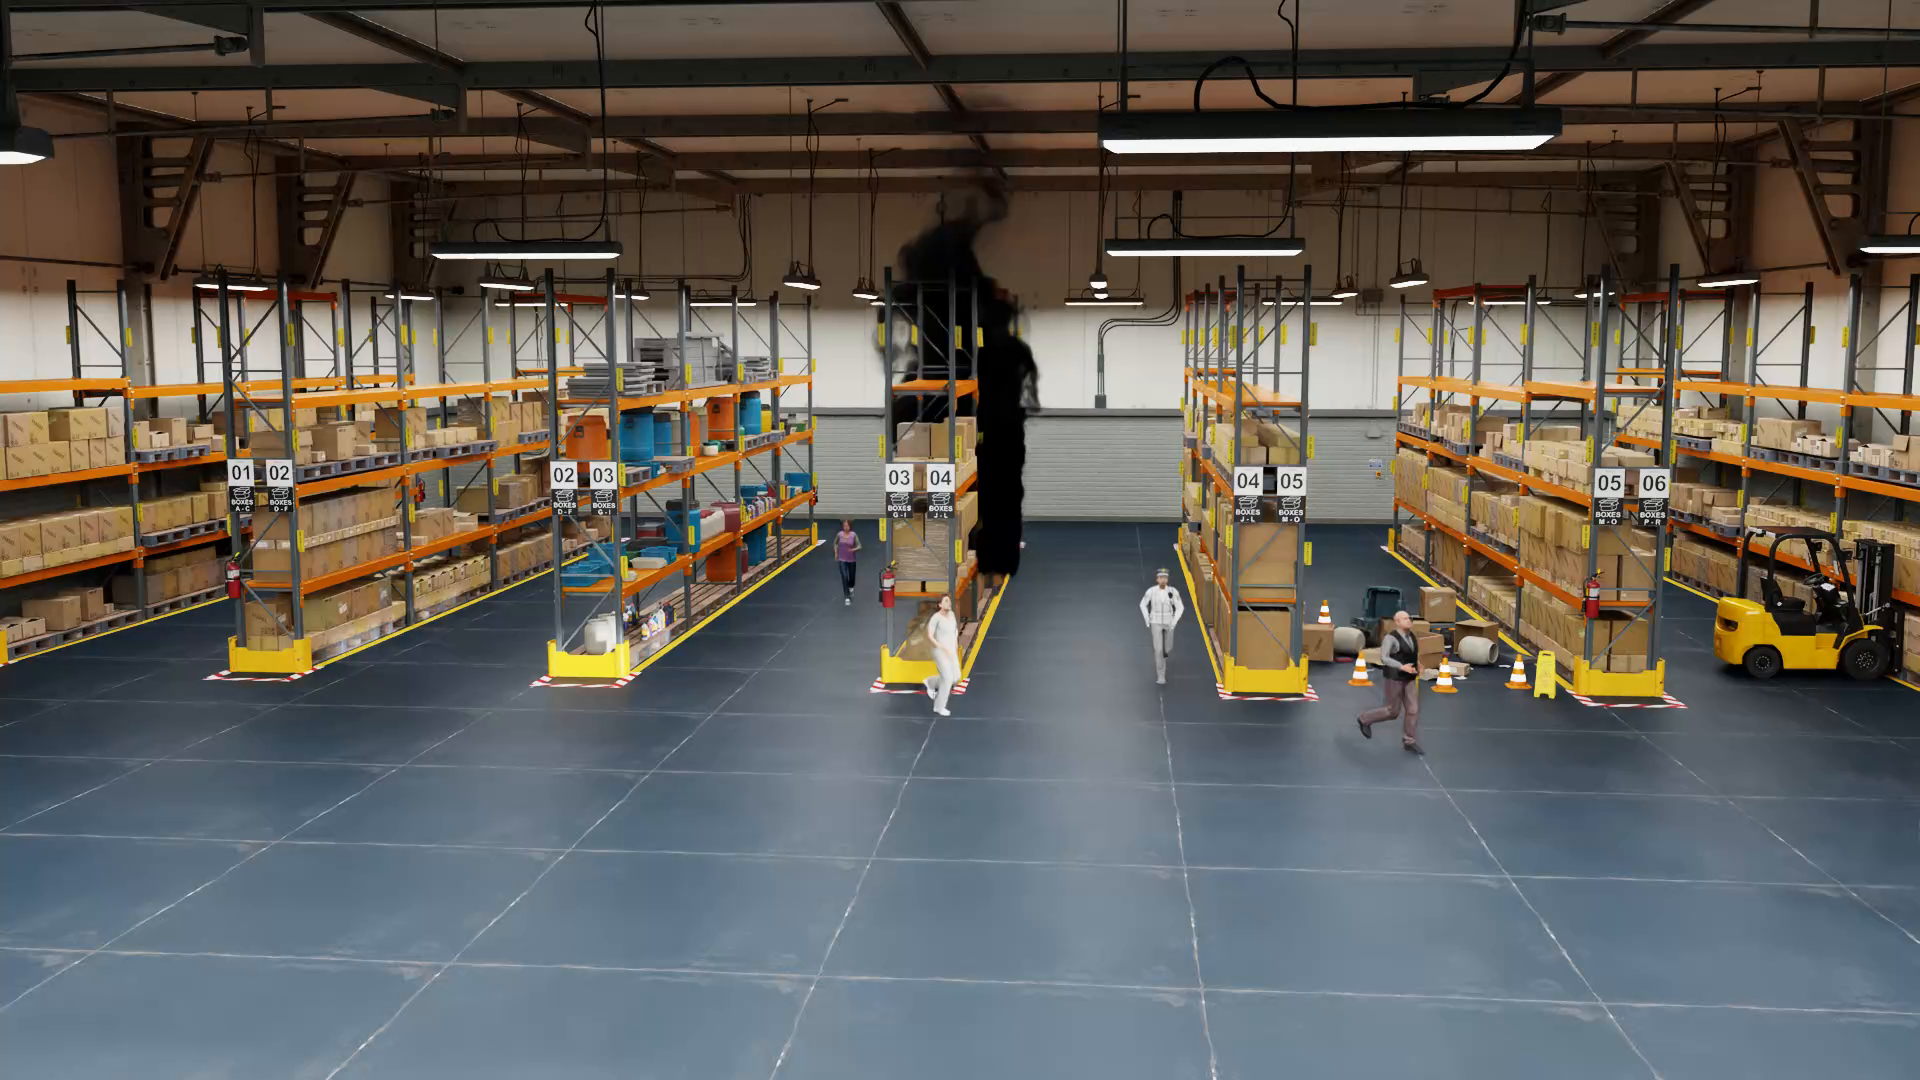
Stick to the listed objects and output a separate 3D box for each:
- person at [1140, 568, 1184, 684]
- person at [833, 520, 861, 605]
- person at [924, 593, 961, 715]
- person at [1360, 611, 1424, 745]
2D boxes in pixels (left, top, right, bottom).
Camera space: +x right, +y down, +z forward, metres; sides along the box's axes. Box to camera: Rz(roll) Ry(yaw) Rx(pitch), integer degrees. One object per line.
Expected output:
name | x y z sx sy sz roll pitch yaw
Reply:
person | 2.956 1.225 24.405 0.636 1.675 0.735 0 7 2
person | -2.139 0.396 31.419 0.518 1.575 0.804 0 7 -2
person | -0.248 1.511 22.261 0.633 1.644 0.584 6 9 43
person | 5.318 1.669 20.273 0.670 1.645 0.786 -5 9 -36
